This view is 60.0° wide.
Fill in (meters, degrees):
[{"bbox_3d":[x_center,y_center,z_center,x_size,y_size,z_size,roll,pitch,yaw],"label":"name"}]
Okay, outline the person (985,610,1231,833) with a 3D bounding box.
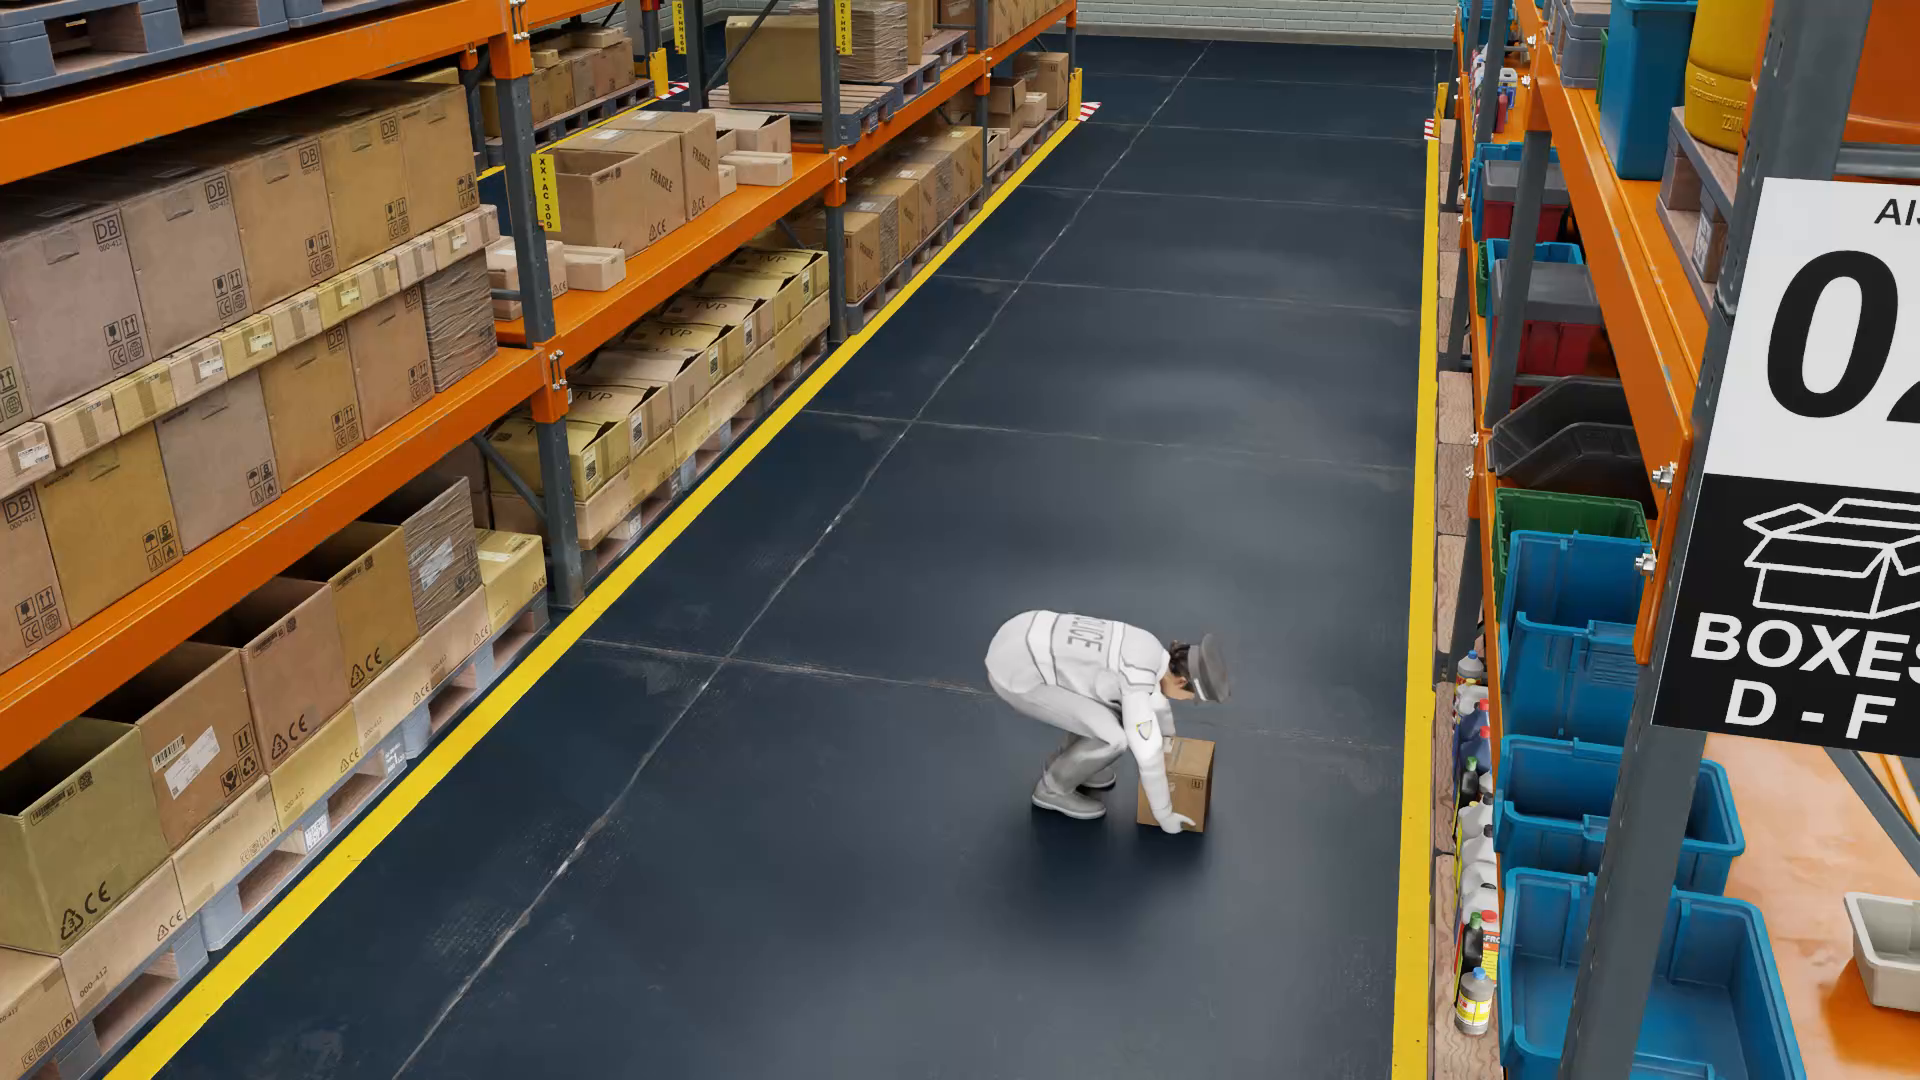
[{"bbox_3d":[0.554,0.664,6.287,0.912,0.774,0.441,6,26,11],"label":"person"}]
